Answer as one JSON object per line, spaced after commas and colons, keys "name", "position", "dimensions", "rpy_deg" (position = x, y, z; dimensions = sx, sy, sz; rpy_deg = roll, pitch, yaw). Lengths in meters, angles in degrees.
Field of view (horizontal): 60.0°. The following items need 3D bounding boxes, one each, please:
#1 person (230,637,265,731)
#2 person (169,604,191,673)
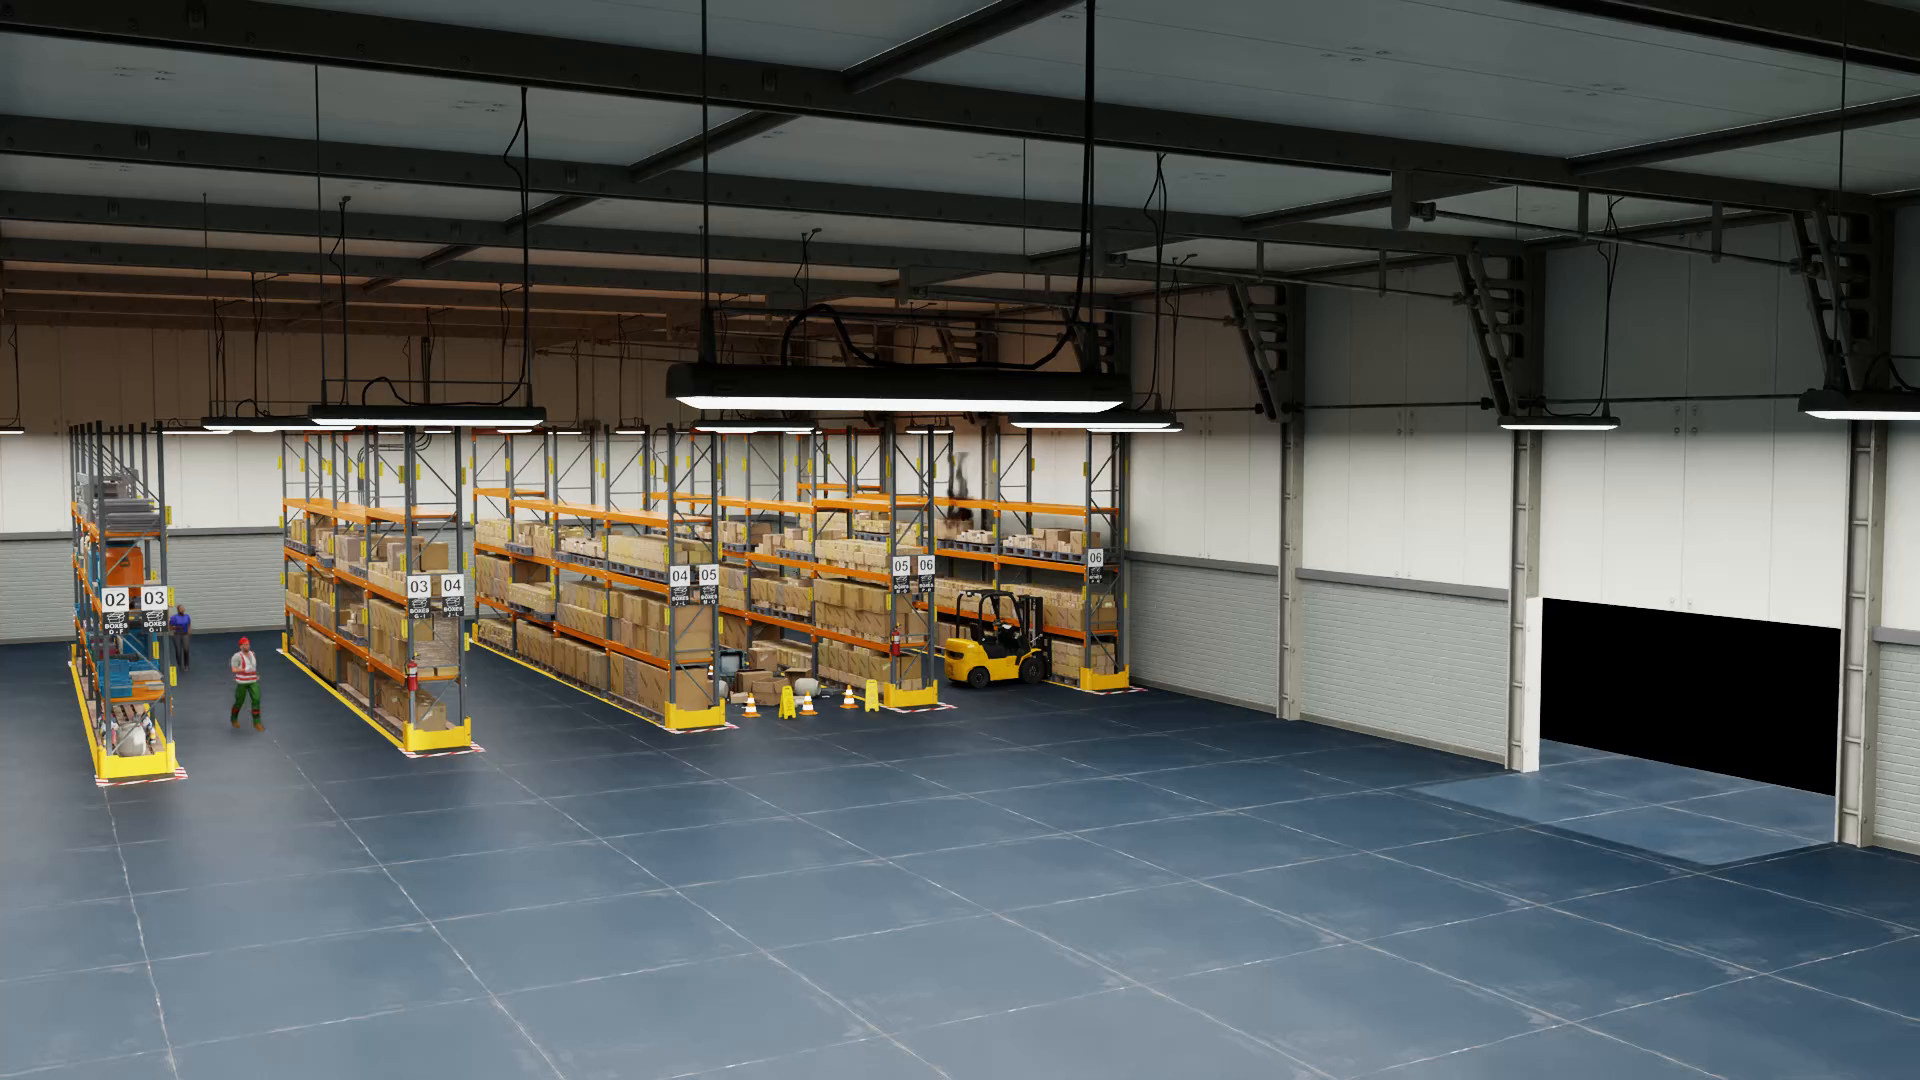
{"name": "person", "position": [-13.904, 2.794, 32.369], "dimensions": [0.888, 1.815, 0.662], "rpy_deg": [3, 4, 35]}
{"name": "person", "position": [-18.974, 2.416, 40.502], "dimensions": [0.545, 1.698, 0.701], "rpy_deg": [-3, 4, -36]}
